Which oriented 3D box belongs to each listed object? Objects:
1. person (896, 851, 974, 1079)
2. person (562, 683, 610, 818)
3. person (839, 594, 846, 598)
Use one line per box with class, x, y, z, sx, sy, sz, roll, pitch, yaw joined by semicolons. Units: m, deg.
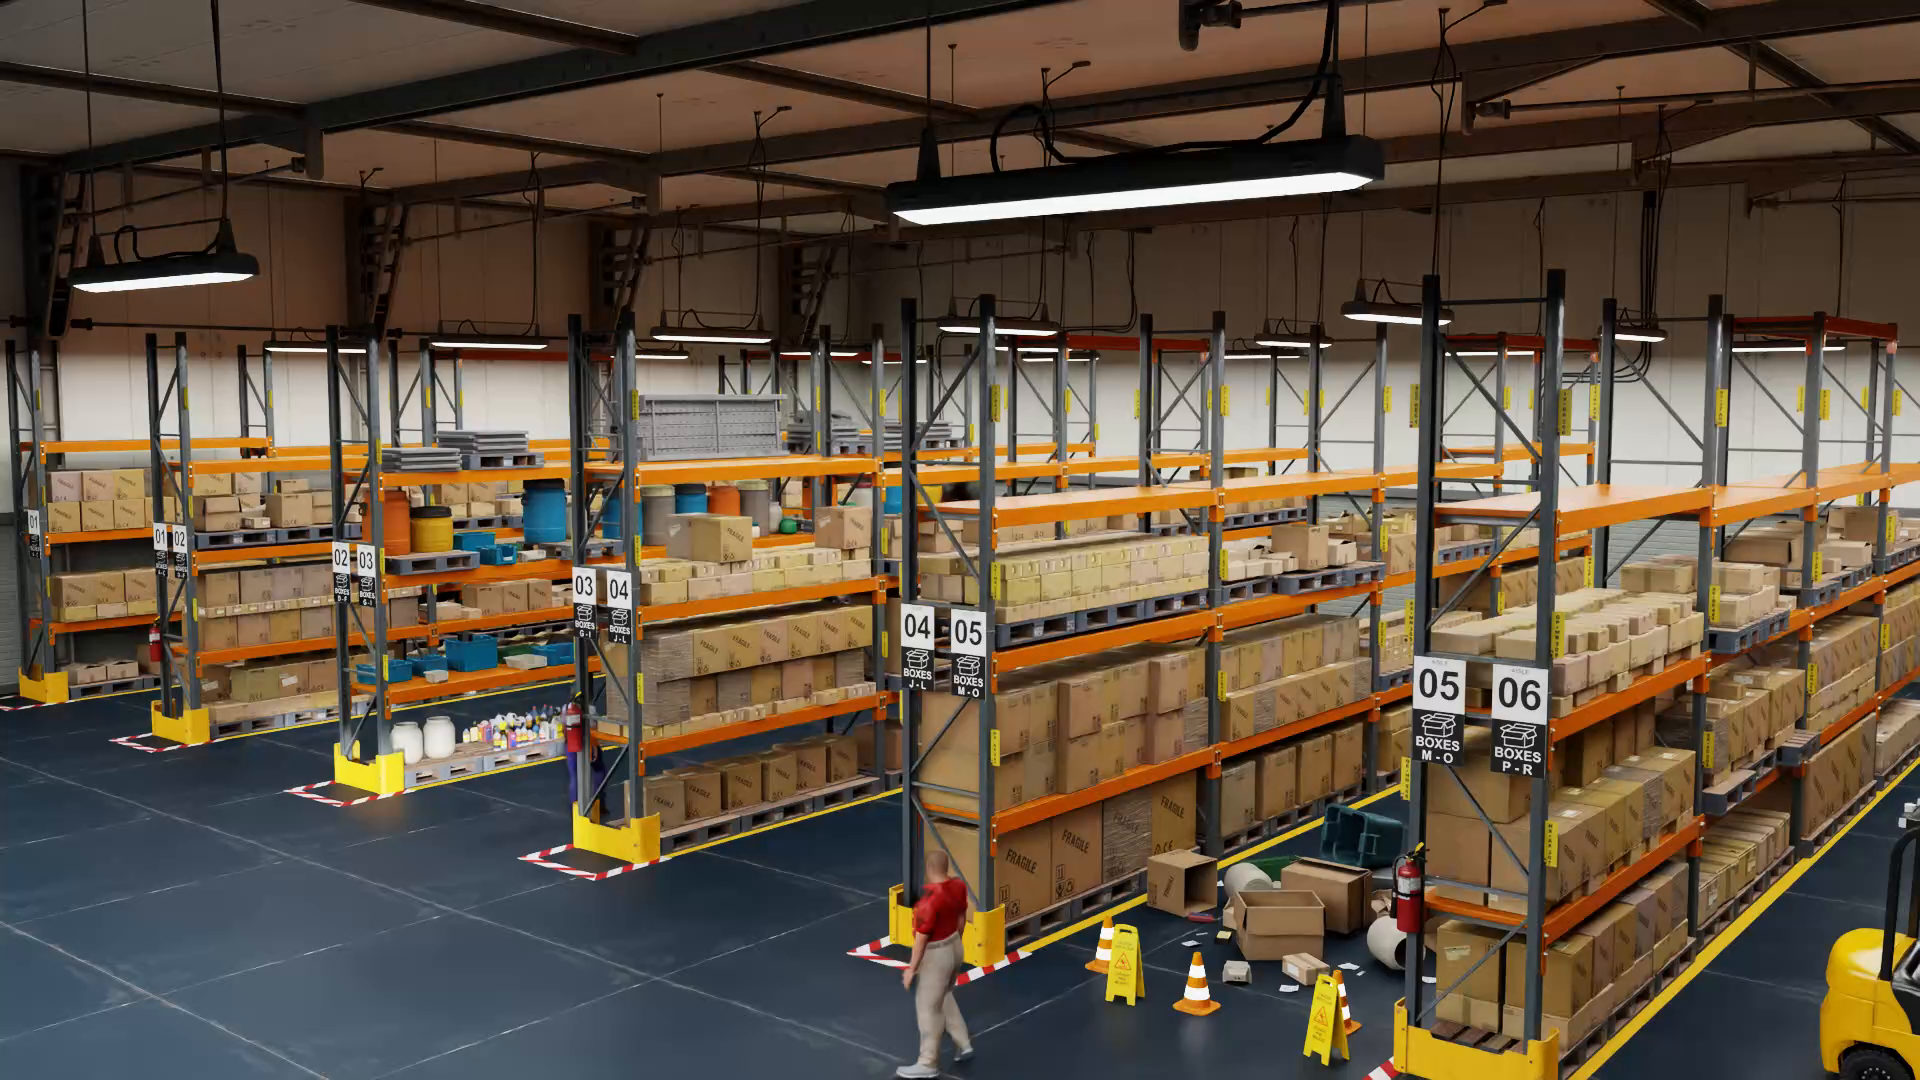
person;-0.172;3.184;12.576;0.486;1.755;0.645;2;6;24
person;-4.561;2.565;20.162;0.521;1.709;0.521;0;5;4
person;-2.744;0.707;39.512;0.517;1.771;0.563;4;7;39
